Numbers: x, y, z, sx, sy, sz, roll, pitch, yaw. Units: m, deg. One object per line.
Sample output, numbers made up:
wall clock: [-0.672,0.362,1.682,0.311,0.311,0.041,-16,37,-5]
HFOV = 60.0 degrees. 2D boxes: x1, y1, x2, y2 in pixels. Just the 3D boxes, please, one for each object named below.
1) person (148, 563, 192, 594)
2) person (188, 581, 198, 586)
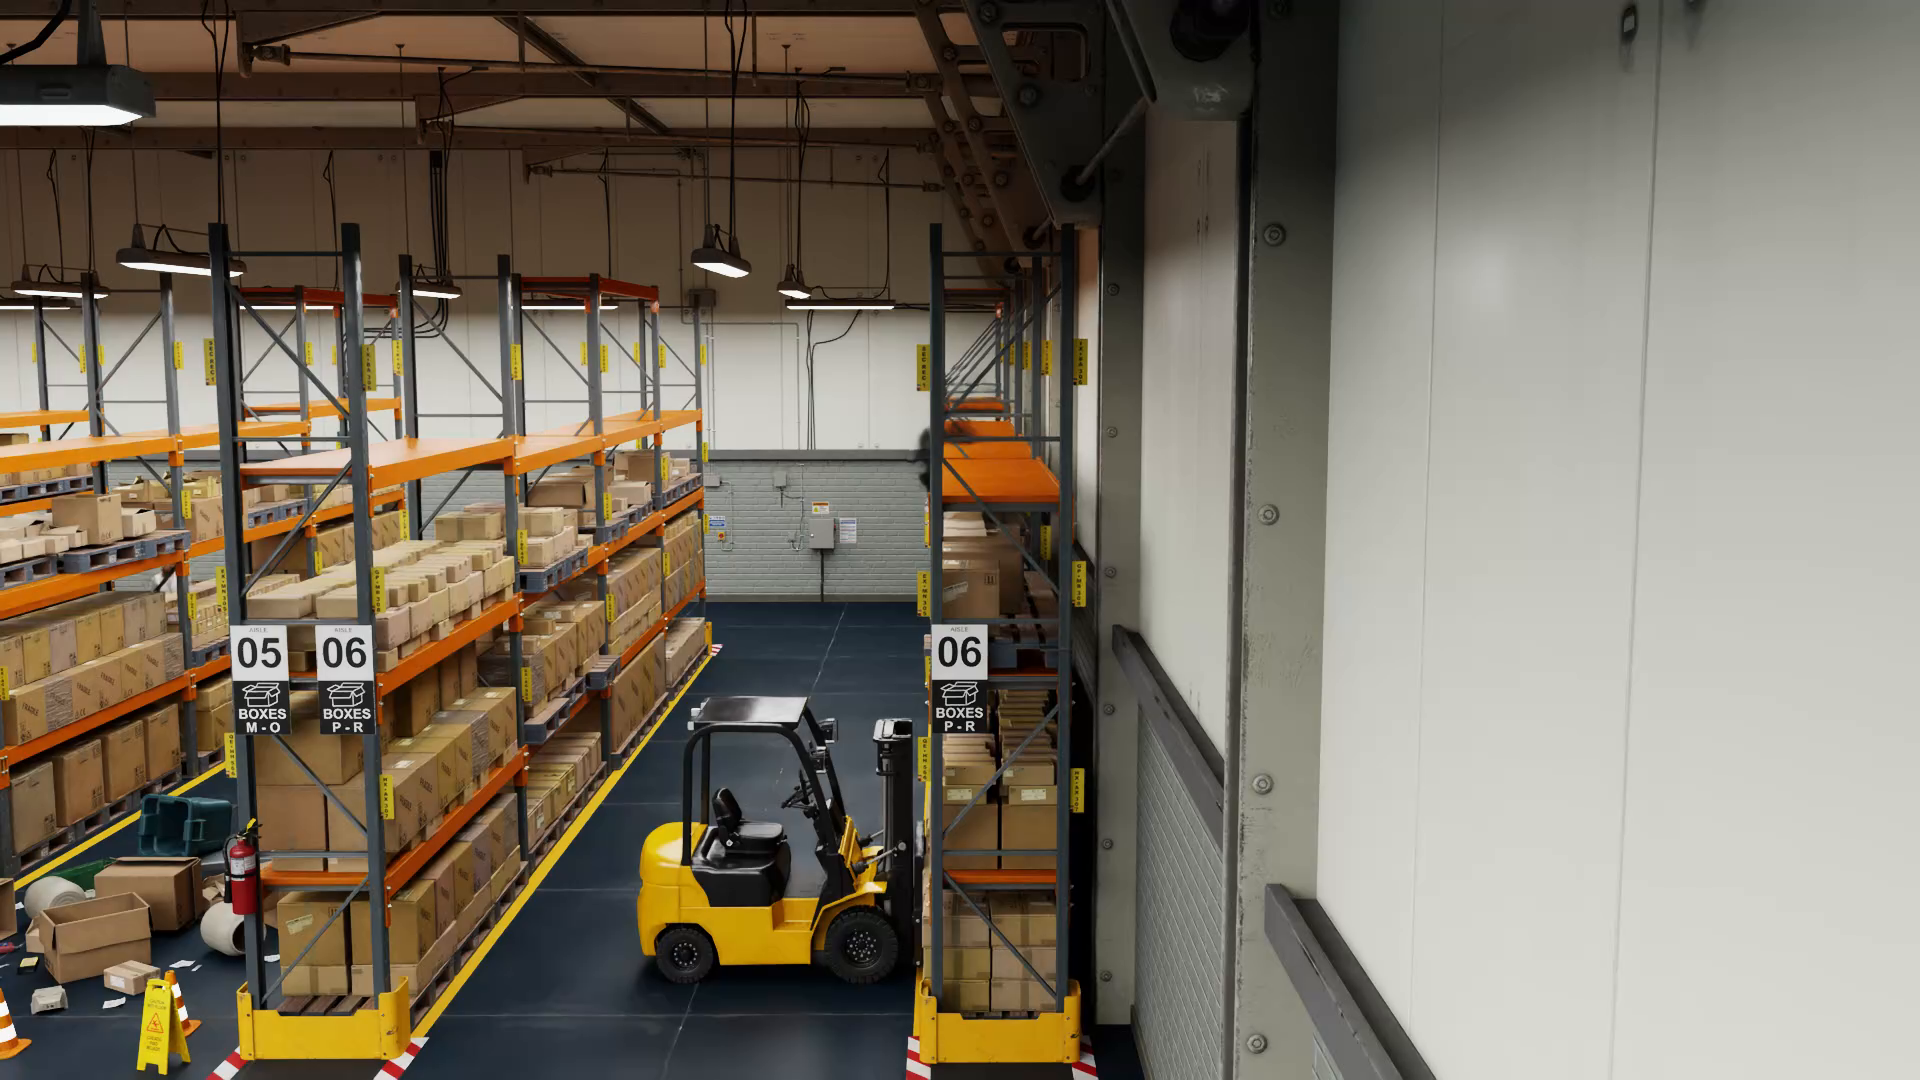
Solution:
person: [-12.966,1.118,27.376,0.729,1.731,0.663,-2,7,-16]
person: [-11.446,1.439,25.018,0.577,1.668,0.887,0,7,1]
